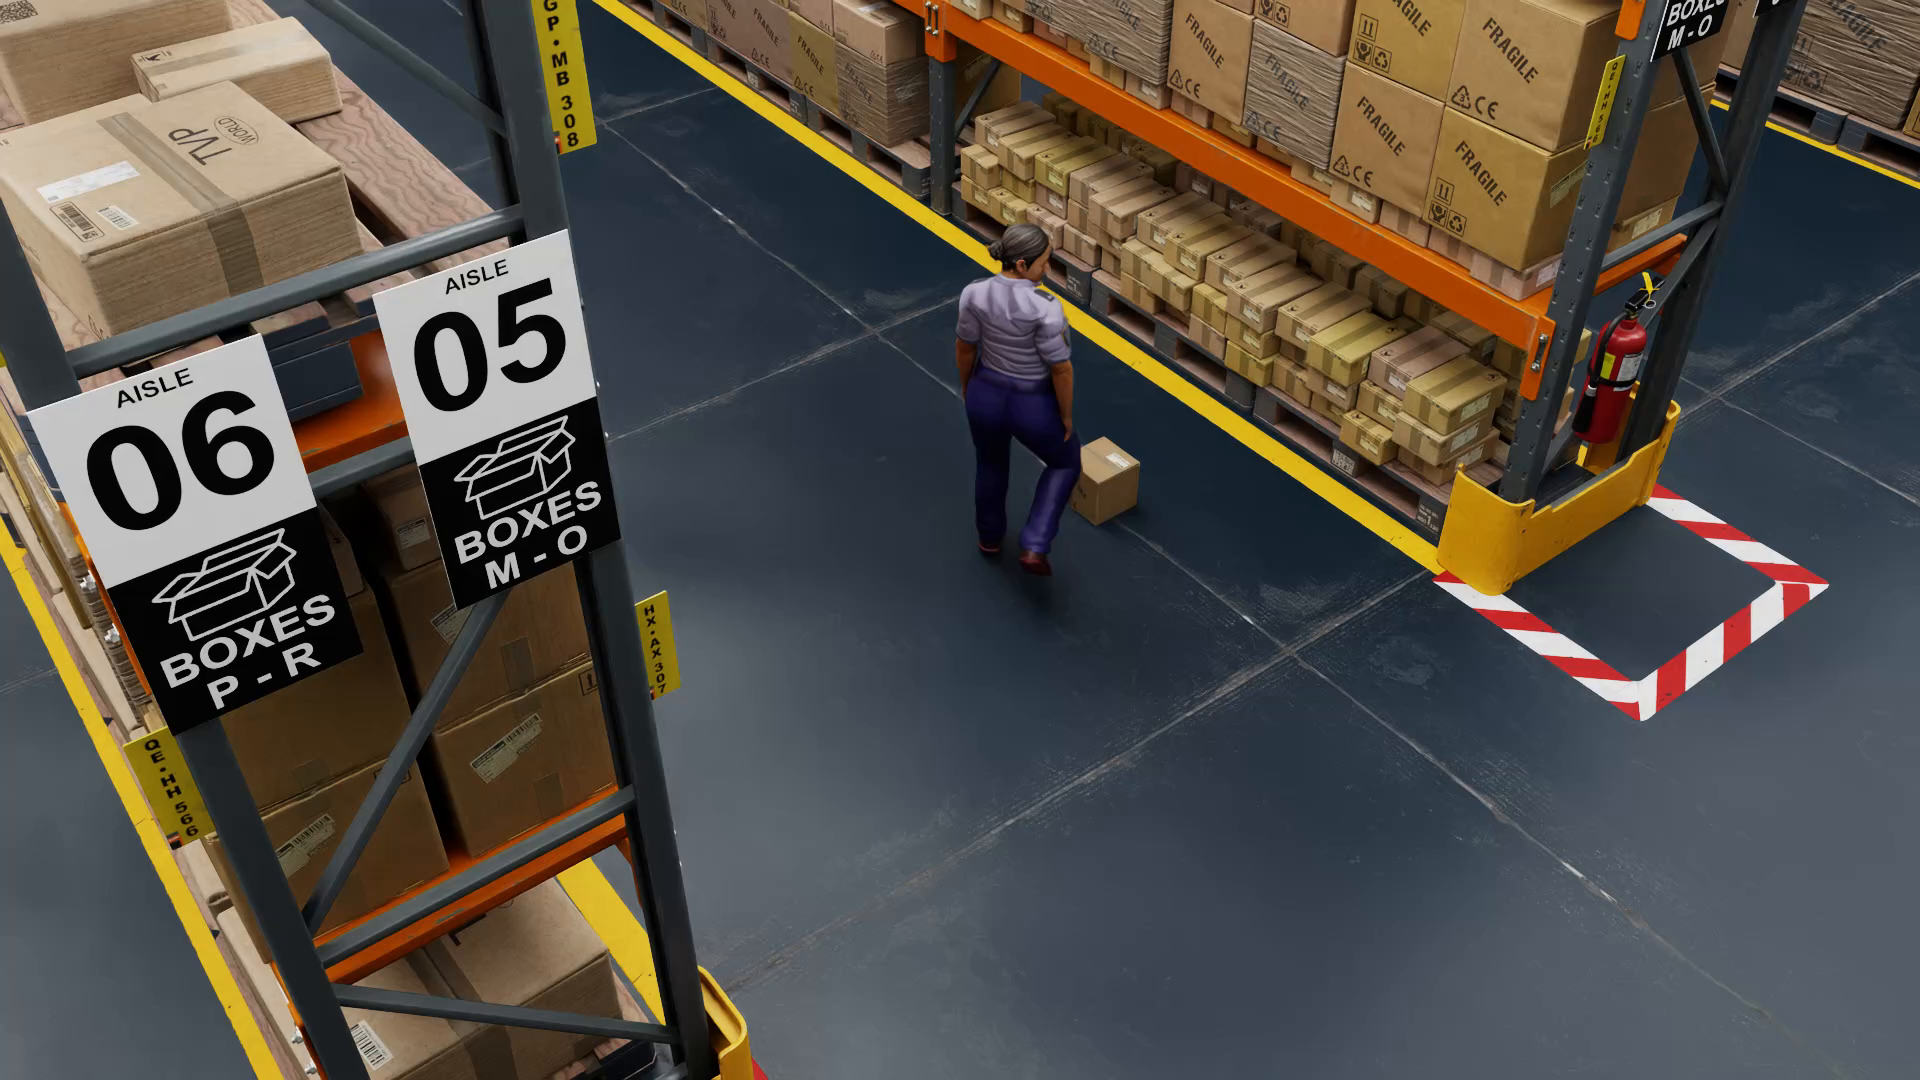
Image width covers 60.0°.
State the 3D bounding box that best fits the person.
[{"bbox_3d":[0.216,-0.535,6.774,0.525,1.645,0.556,14,42,16],"label":"person"}]
